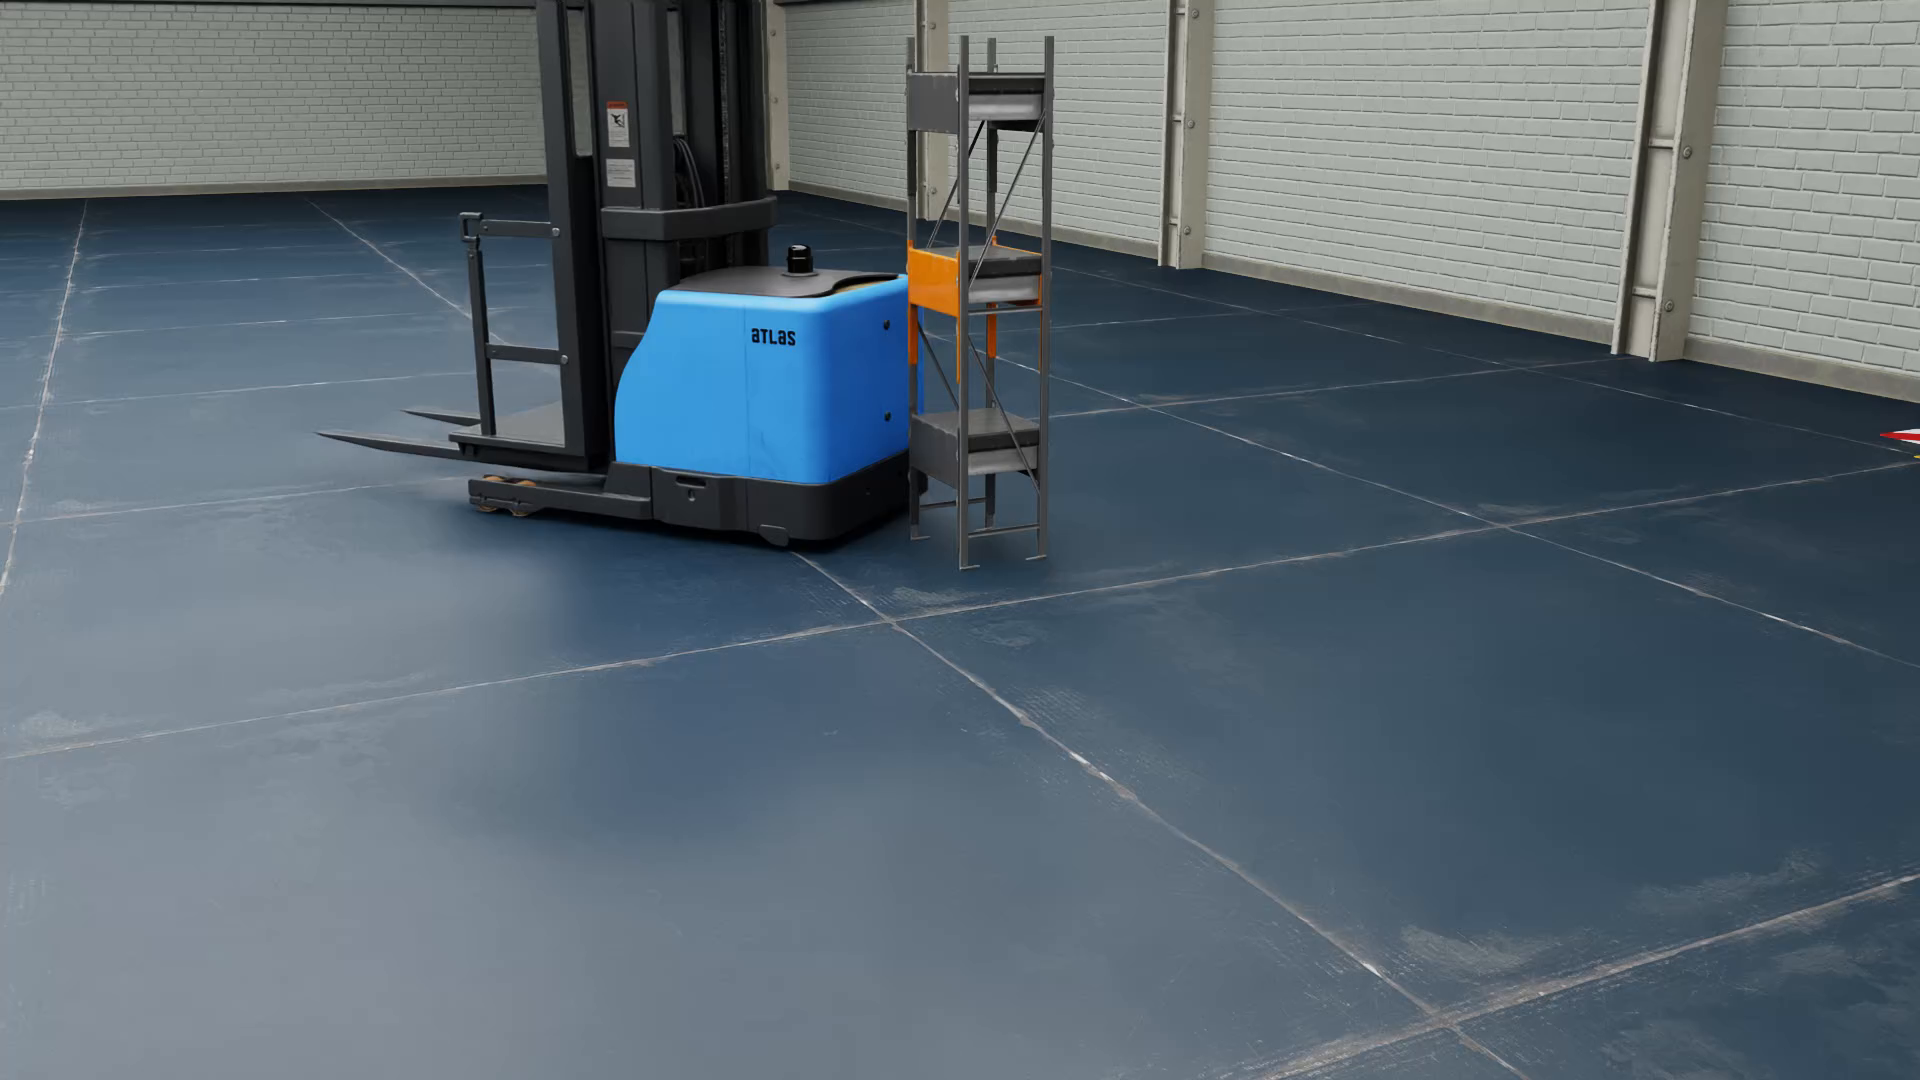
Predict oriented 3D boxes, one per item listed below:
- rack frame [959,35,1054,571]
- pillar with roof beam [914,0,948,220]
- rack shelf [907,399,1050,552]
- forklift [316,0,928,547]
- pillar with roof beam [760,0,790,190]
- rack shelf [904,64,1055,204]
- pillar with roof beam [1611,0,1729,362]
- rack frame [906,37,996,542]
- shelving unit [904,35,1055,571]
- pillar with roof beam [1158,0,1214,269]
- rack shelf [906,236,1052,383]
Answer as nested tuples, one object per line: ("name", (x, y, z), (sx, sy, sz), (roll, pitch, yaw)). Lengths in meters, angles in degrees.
("rack frame", (0.179, -0.908, 6.607), (0.400, 2.100, 0.015), (-8, 18, -25))
("pillar with roof beam", (-4.241, -8.090, 19.127), (9.100, 9.000, 0.400), (-8, 18, -25))
("rack shelf", (0.073, -0.282, 7.015), (0.431, 0.518, 0.480), (-8, 18, -25))
("forklift", (-1.708, -1.636, 7.639), (3.031, 2.935, 1.130), (7, 18, 24))
("pillar with roof beam", (-6.870, -9.577, 24.311), (9.100, 9.000, 0.400), (-8, 18, -25))
("rack shelf", (0.072, -1.628, 6.629), (0.431, 0.518, 0.480), (-8, 18, -25))
("pillar with roof beam", (1.016, -5.114, 8.758), (9.100, 9.000, 0.400), (-8, 18, -25))
("rack frame", (-0.034, -1.029, 7.029), (0.400, 2.100, 0.015), (-8, 18, -25))
("shelving unit", (0.073, -0.968, 6.818), (0.431, 2.100, 0.503), (-8, 18, -25))
("pillar with roof beam", (-1.613, -6.602, 13.942), (9.100, 9.000, 0.400), (-8, 18, -25))
("rack shelf", (0.073, -0.955, 6.822), (0.431, 0.518, 0.480), (-8, 18, -25))
